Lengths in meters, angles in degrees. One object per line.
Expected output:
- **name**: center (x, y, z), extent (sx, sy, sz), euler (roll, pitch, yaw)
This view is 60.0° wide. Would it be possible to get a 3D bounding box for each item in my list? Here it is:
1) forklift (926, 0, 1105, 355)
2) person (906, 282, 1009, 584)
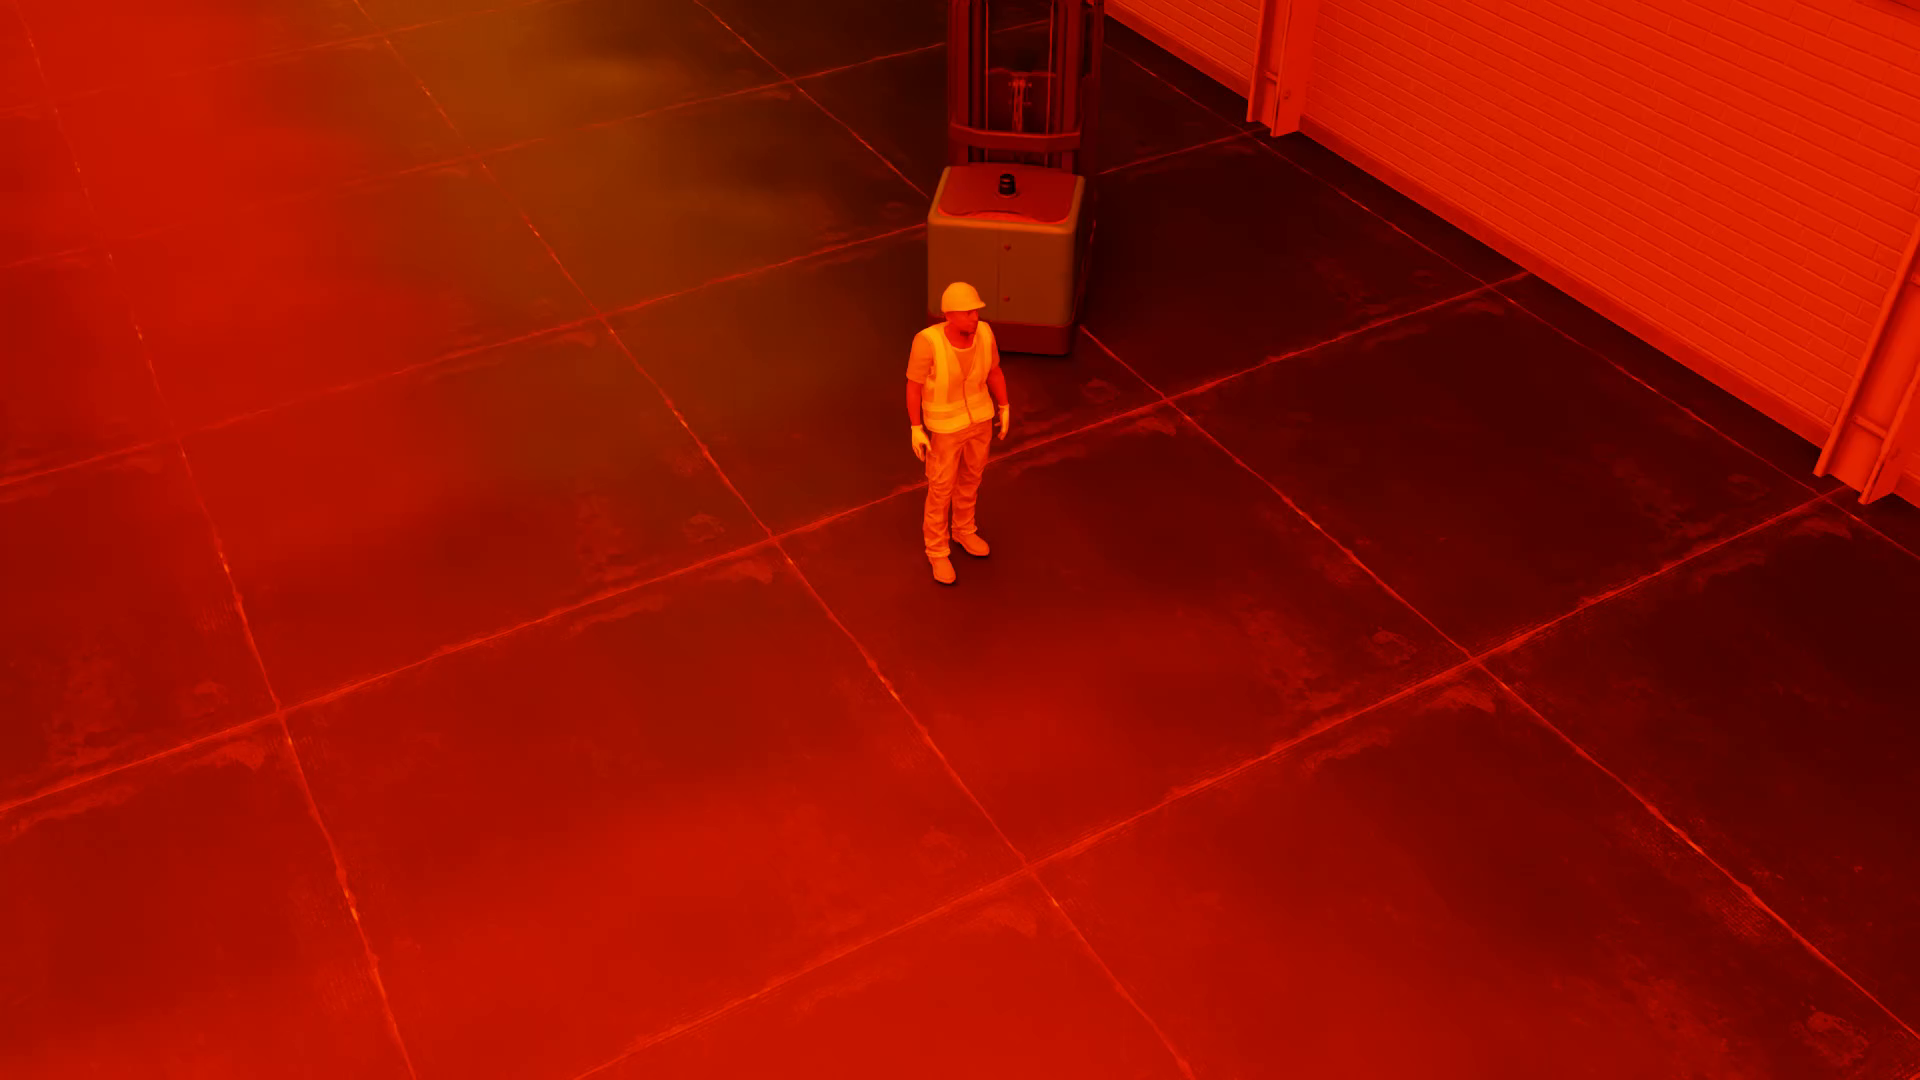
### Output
- **forklift**: center (0.495, -3.380, 12.111), extent (1.130, 2.935, 3.031), euler (6, 40, 7)
- **person**: center (0.028, -0.650, 9.707), extent (0.656, 1.782, 0.577), euler (-20, 44, -23)
